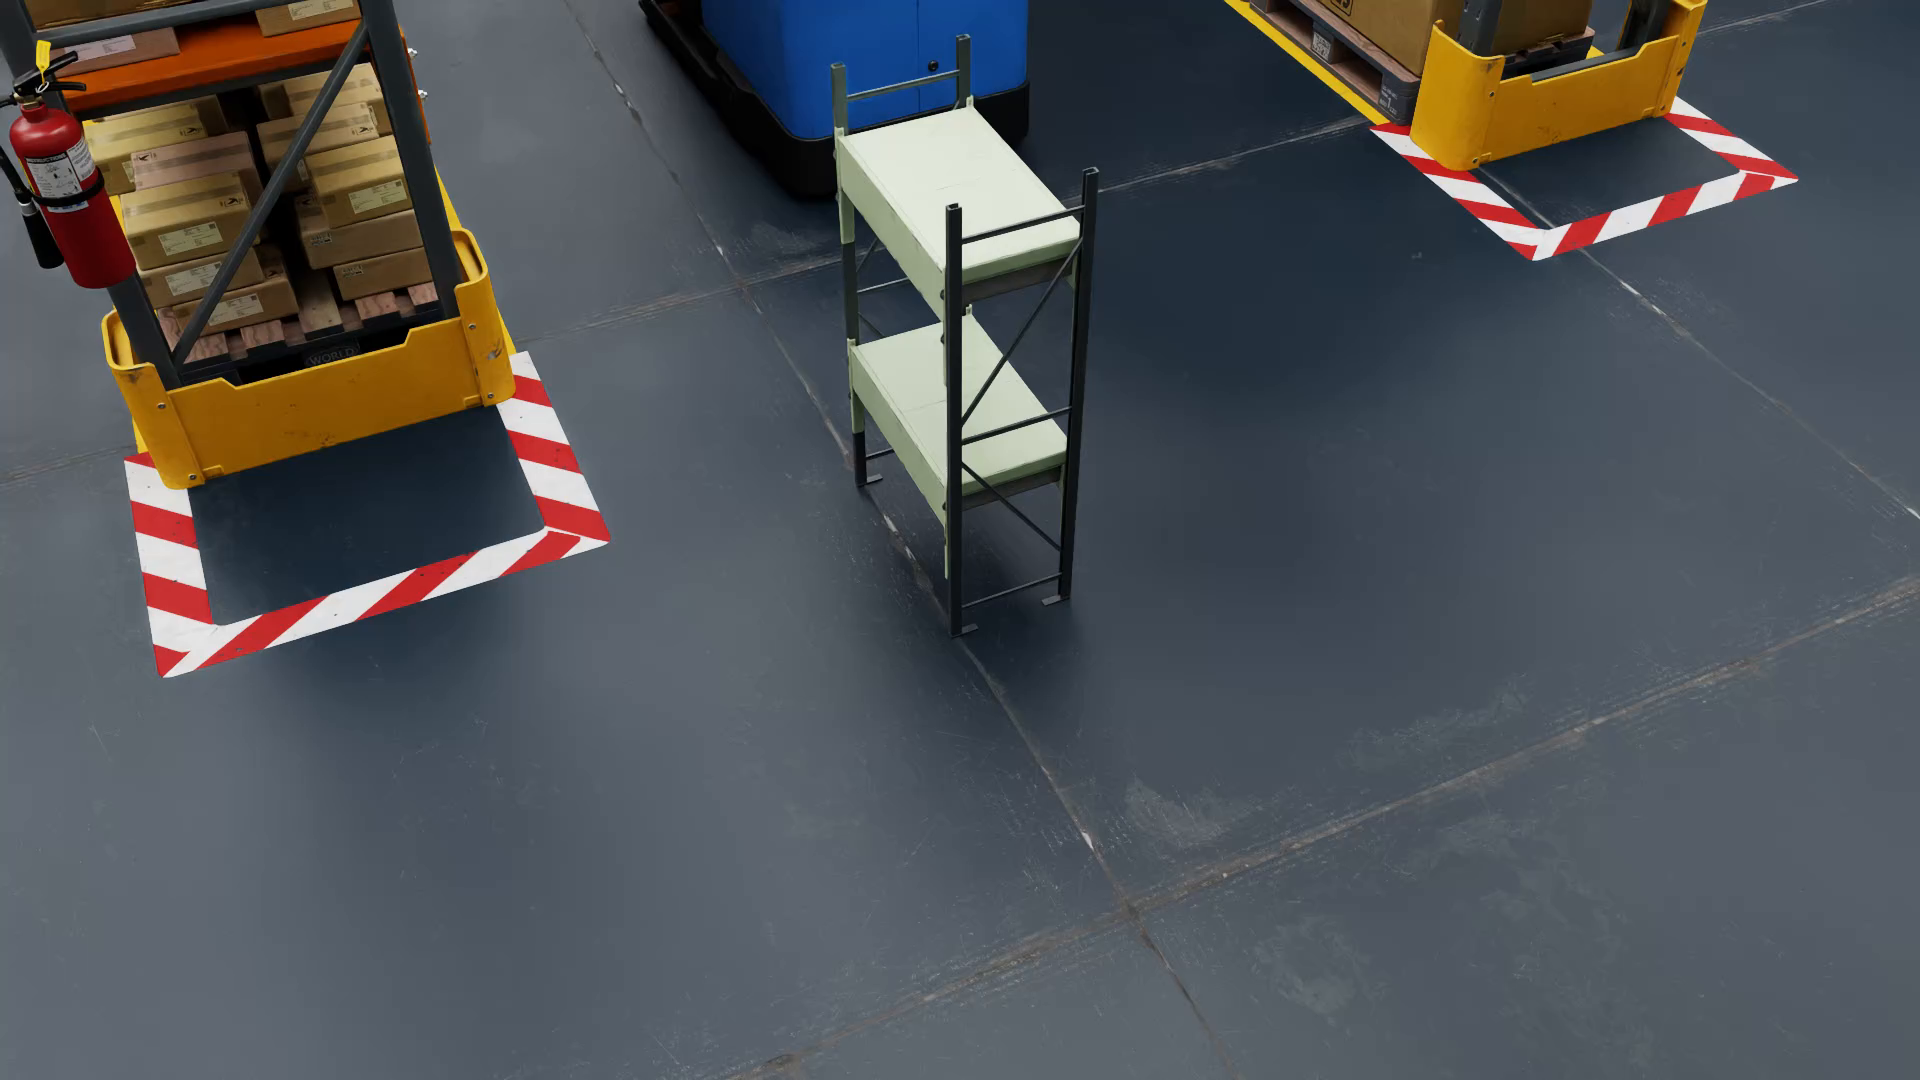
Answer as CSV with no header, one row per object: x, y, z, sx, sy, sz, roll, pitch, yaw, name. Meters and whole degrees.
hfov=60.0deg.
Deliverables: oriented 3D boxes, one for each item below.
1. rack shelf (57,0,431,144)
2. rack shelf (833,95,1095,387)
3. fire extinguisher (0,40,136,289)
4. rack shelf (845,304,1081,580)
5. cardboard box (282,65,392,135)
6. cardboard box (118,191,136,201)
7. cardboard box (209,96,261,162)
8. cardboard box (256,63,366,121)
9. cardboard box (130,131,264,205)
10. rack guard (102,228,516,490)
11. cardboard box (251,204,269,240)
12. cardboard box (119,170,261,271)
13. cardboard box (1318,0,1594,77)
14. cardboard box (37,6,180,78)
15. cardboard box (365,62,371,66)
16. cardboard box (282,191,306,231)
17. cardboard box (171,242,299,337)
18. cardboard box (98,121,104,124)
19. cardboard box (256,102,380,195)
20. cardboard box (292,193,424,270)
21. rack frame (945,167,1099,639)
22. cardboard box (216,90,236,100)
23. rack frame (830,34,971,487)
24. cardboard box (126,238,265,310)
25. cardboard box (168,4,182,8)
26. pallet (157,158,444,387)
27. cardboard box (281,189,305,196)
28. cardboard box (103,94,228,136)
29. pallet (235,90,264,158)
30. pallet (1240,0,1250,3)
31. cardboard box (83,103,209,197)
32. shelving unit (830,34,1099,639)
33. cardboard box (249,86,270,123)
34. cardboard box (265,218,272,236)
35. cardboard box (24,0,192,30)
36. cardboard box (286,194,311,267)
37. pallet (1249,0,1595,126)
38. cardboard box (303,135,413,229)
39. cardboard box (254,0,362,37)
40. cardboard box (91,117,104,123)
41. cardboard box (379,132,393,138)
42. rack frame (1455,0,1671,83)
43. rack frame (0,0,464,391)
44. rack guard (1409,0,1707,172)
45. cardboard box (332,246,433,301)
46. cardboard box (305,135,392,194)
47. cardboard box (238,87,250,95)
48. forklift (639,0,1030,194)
-2.932,-2.468,6.128,1.077,0.370,4.000,-18,47,-17,rack shelf
-0.003,-0.816,4.453,0.431,0.370,0.720,-18,47,-17,rack shelf
-2.404,-0.992,4.441,0.296,0.674,0.183,-18,47,-17,fire extinguisher
-0.003,-0.306,4.957,0.431,0.370,0.720,-18,47,-17,rack shelf
-2.218,-1.569,6.011,0.380,0.149,0.250,-18,47,-18,cardboard box
-2.792,-1.273,5.923,0.380,0.149,0.250,-20,48,-19,cardboard box
-2.812,-1.474,6.128,0.380,0.149,0.250,-19,48,-18,cardboard box
-2.397,-1.702,6.147,0.380,0.149,0.250,-20,48,-19,cardboard box
-2.597,-1.236,5.674,0.380,0.149,0.250,-17,47,-17,cardboard box
-2.123,-0.608,5.510,1.175,0.500,0.348,-18,47,-17,rack guard
-2.633,-1.125,5.773,0.380,0.149,0.250,-19,48,-18,cardboard box
-2.544,-1.059,5.494,0.380,0.149,0.250,-18,47,-17,cardboard box
2.110,-2.627,6.991,0.875,0.875,0.875,-18,47,-17,cardboard box
-2.485,-1.484,4.798,0.380,0.149,0.250,-18,47,-17,cardboard box
-2.544,-1.826,6.695,0.380,0.149,0.250,-20,48,-19,cardboard box
-2.316,-1.311,6.174,0.380,0.149,0.250,-18,47,-17,cardboard box
-2.502,-0.858,5.715,0.380,0.149,0.250,-17,47,-17,cardboard box
-3.022,-1.599,6.254,0.380,0.149,0.250,-17,47,-17,cardboard box
-2.228,-1.370,5.810,0.380,0.149,0.250,-17,47,-17,cardboard box
-2.079,-1.100,5.748,0.380,0.149,0.250,-16,47,-16,cardboard box
0.151,-0.305,4.491,0.400,1.500,0.023,-18,47,-17,rack frame
-3.149,-1.847,6.717,0.380,0.149,0.250,-17,47,-16,cardboard box
-0.157,-0.771,4.964,0.400,1.500,0.023,-18,47,-17,rack frame
-2.572,-0.942,5.588,0.380,0.149,0.250,-19,48,-18,cardboard box
-2.555,-1.654,4.969,0.380,0.149,0.250,-18,47,-17,cardboard box
-2.433,-1.034,6.147,1.003,0.211,1.213,-18,47,-17,pallet
-2.326,-1.421,6.073,0.380,0.149,0.250,-17,47,-17,cardboard box
-2.873,-1.547,5.989,0.380,0.149,0.250,-20,48,-19,cardboard box
-2.942,-1.810,6.934,1.003,0.211,1.213,-18,47,-17,pallet
1.535,-3.120,8.262,1.003,0.211,1.213,-18,47,-17,pallet
-2.821,-1.363,5.803,0.380,0.149,0.250,-19,48,-18,cardboard box
-0.003,-0.538,4.728,0.431,1.500,0.755,-18,47,-17,shelving unit
-2.533,-1.757,6.414,0.380,0.149,0.250,-20,48,-19,cardboard box
-2.735,-1.186,6.047,0.380,0.149,0.250,-18,47,-18,cardboard box
-2.514,-1.801,4.657,0.500,0.500,0.500,-17,47,-17,cardboard box
-2.205,-1.155,6.016,0.380,0.149,0.250,-18,47,-18,cardboard box
2.044,-2.344,7.475,1.003,0.211,1.213,-18,47,-17,pallet
-2.003,-1.230,5.668,0.380,0.149,0.250,-20,48,-19,cardboard box
-1.930,-1.663,4.979,0.380,0.149,0.250,-18,48,-18,cardboard box
-3.036,-1.702,6.146,0.380,0.149,0.250,-16,47,-16,cardboard box
-2.335,-1.616,6.271,0.380,0.149,0.250,-17,47,-16,cardboard box
2.452,-2.850,6.003,1.000,3.000,0.127,-18,47,-17,rack frame
-2.091,-1.450,4.583,1.000,3.000,0.127,-18,47,-17,rack frame
2.462,-1.945,6.865,1.175,0.500,0.348,-18,47,-17,rack guard
-2.021,-1.013,5.871,0.380,0.149,0.250,-17,47,-17,cardboard box
-2.142,-1.291,5.942,0.380,0.149,0.250,-18,47,-18,cardboard box
-2.684,-1.918,6.577,0.380,0.149,0.250,-16,47,-15,cardboard box
-0.825,-3.437,6.647,1.130,2.935,3.031,-19,48,-18,forklift
